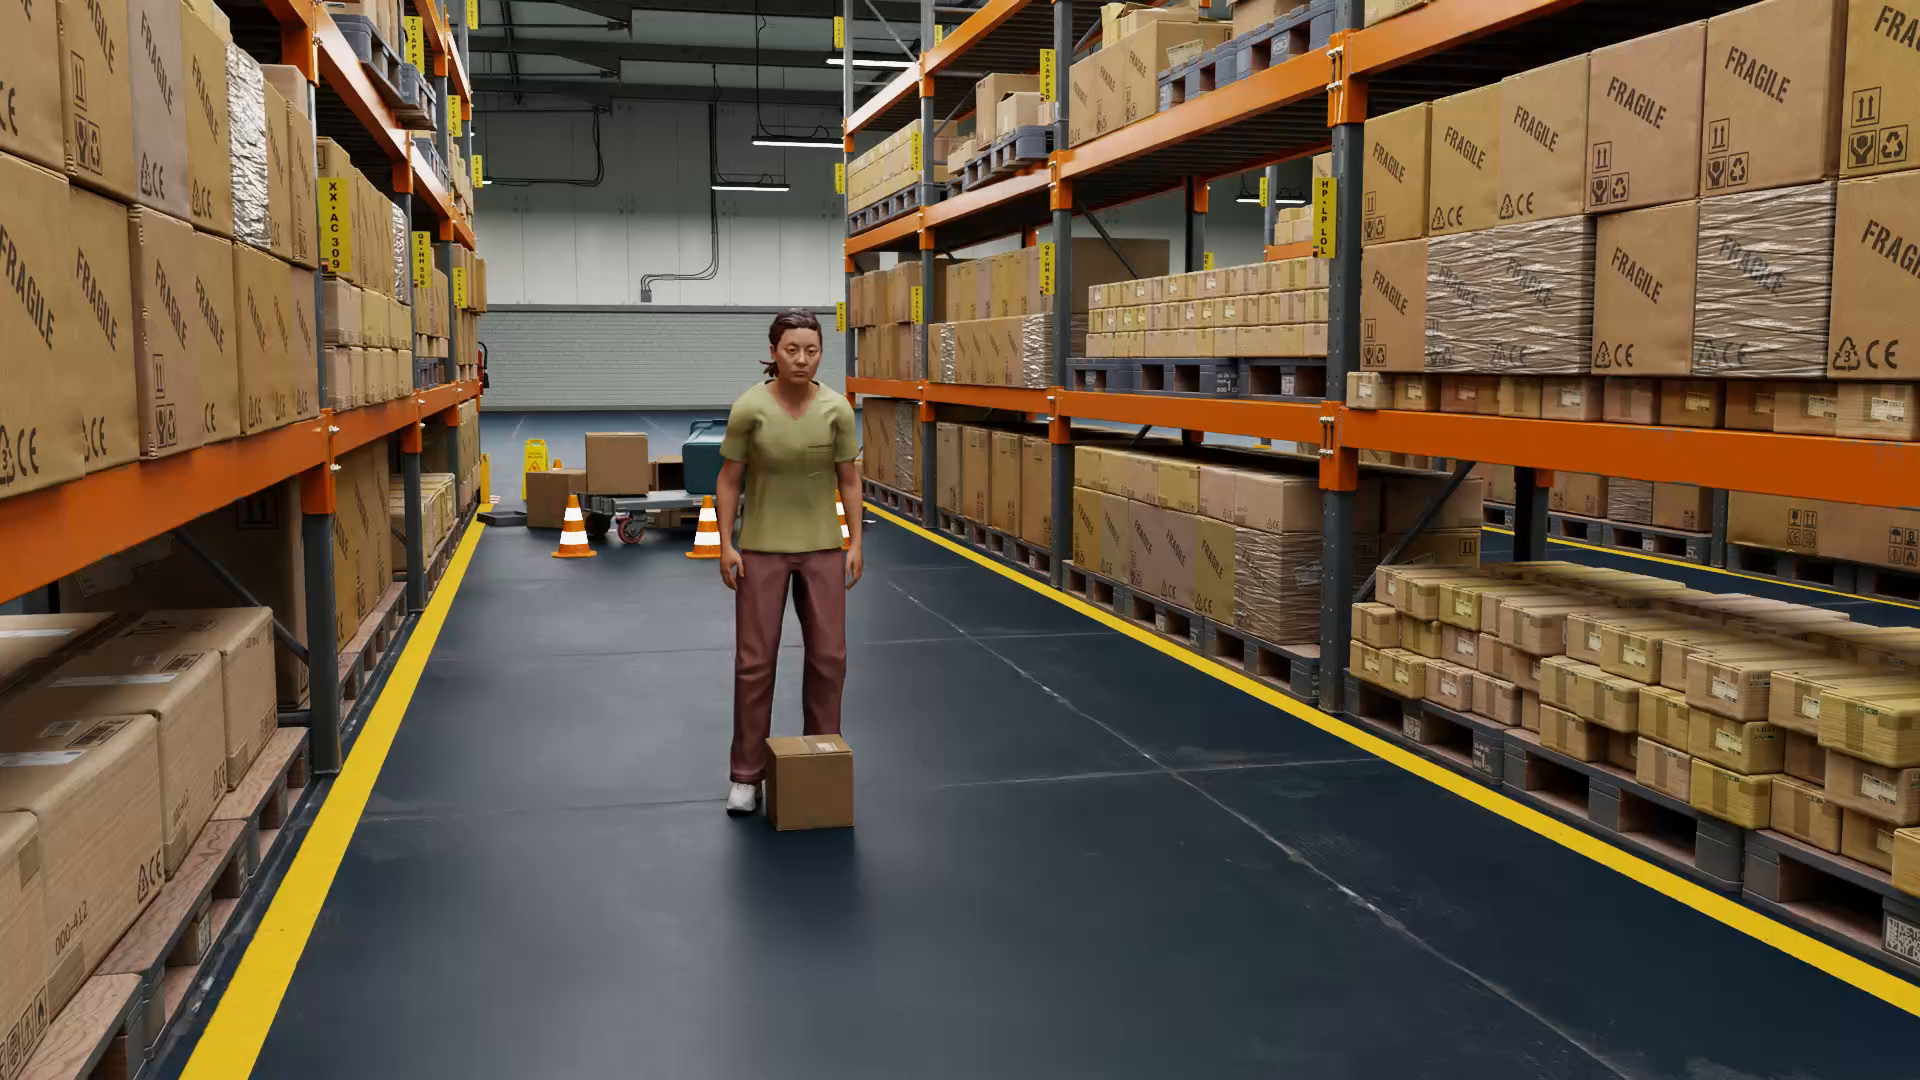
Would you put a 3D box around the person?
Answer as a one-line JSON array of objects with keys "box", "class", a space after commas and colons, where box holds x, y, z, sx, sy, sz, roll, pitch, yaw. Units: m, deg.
[{"box": [-0.564, 0.175, 5.617, 0.499, 1.438, 0.354, -2, 6, -14], "class": "person"}]
